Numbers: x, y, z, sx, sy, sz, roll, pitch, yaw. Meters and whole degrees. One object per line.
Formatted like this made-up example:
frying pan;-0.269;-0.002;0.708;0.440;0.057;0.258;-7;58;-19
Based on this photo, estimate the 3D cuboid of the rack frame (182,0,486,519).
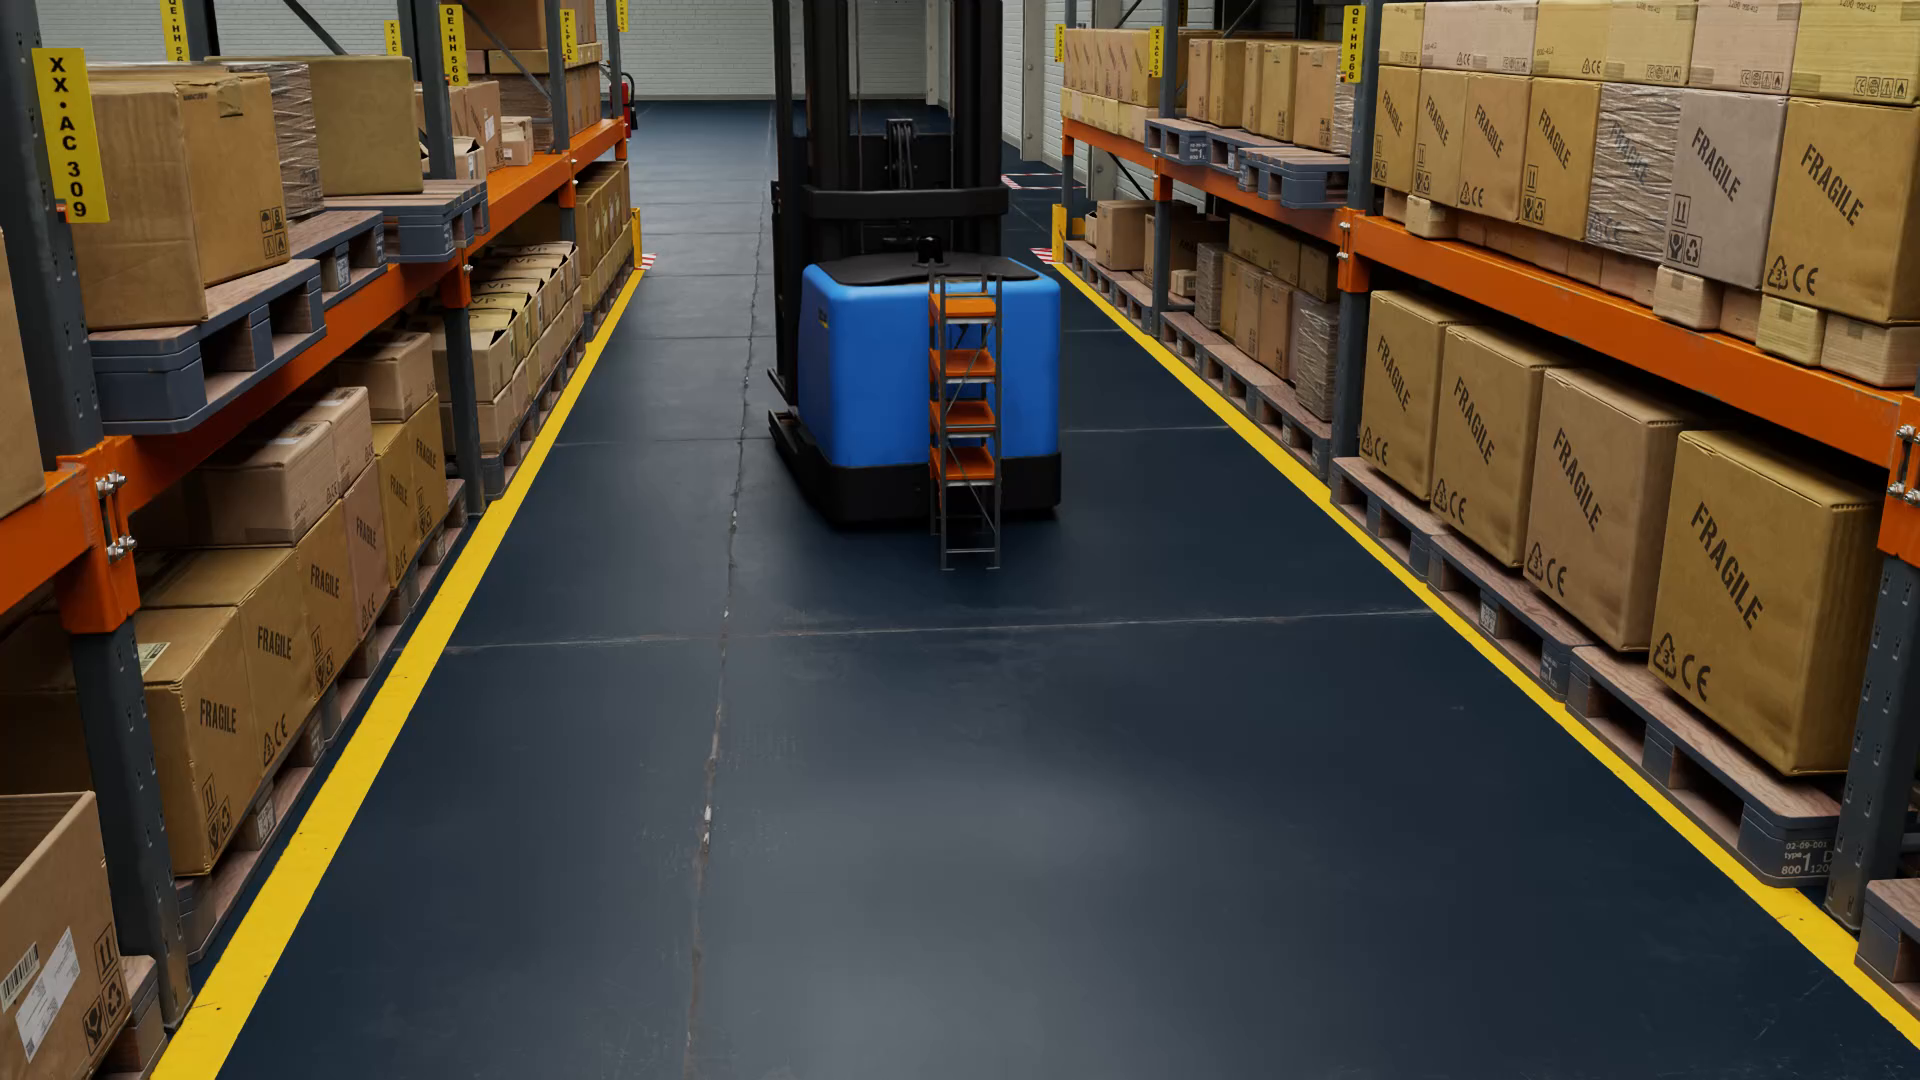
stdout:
rack frame;-2.657;-1.532;7.049;1.000;3.000;0.127;-2;18;-6

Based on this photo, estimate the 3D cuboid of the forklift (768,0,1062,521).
forklift;-0.395;-1.882;8.279;1.130;2.935;3.031;-4;18;-13

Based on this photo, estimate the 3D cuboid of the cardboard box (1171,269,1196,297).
cardboard box;1.772;-1.894;12.199;0.380;0.166;0.250;-4;18;-13

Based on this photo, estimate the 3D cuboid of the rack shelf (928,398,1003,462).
rack shelf;0.017;-0.459;6.860;0.258;0.148;0.480;-2;18;-6

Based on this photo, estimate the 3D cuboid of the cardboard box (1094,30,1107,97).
cardboard box;1.348;-3.759;13.107;0.500;0.500;0.500;-1;17;-4

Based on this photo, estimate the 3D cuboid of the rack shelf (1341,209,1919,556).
rack shelf;2.476;-0.747;5.749;1.077;0.370;4.000;-2;18;-6

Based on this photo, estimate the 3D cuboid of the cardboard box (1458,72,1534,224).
cardboard box;2.160;-1.428;6.022;0.500;0.500;0.500;-2;18;-6

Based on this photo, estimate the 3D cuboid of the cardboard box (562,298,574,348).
cardboard box;-2.688;-1.347;10.348;0.500;0.250;0.500;-2;18;-6

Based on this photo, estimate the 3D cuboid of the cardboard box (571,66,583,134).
cardboard box;-3.285;-3.362;12.713;0.700;0.500;0.500;-1;17;-4

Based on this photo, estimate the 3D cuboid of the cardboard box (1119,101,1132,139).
cardboard box;1.464;-3.096;12.248;0.500;0.250;0.500;-2;18;-5

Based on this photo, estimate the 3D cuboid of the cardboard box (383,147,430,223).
cardboard box;-2.651;-1.599;7.412;0.500;0.311;0.500;-1;17;-2

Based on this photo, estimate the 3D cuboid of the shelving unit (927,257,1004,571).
shelving unit;0.017;-0.523;6.840;0.258;1.200;0.503;-2;18;-6

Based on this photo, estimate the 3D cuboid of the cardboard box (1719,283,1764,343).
cardboard box;2.334;-0.629;4.559;0.380;0.149;0.250;-1;17;-4

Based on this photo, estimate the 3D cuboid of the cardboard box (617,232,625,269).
cardboard box;-3.016;-2.356;13.562;0.500;0.250;0.500;-2;18;-6

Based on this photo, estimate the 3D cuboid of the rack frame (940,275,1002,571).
rack frame;0.042;-0.450;6.609;0.240;1.200;0.015;-2;18;-6

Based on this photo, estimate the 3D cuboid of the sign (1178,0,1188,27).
sign;1.999;-4.784;14.947;0.100;0.325;0.005;-2;18;-6

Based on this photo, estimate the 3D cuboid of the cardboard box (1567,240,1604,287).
cardboard box;2.262;-0.935;5.534;0.380;0.149;0.250;-1;17;-4

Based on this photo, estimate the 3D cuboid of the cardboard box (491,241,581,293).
cardboard box;-2.743;-1.768;10.754;0.500;0.311;0.500;-2;18;-6

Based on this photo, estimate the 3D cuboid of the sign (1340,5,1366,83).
sign;1.731;-2.181;7.316;0.100;0.325;0.005;-2;18;-6

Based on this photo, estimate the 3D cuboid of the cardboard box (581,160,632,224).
cardboard box;-3.131;-3.011;14.398;0.500;0.500;0.500;-2;18;-6

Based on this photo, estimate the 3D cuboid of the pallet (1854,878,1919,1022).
pallet;2.683;1.065;3.432;1.003;0.211;1.213;-2;18;-6

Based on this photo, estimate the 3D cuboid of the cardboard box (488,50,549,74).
cardboard box;-2.905;-3.167;11.007;0.380;0.149;0.250;-2;18;-6

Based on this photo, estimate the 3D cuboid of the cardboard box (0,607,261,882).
cardboard box;-2.052;0.491;4.044;0.500;0.500;0.500;-3;18;-8

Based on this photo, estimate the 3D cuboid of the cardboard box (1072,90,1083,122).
cardboard box;1.247;-3.698;14.165;0.500;0.250;0.500;-2;18;-7

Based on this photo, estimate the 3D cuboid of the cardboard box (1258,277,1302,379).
cardboard box;2.127;-1.220;9.495;0.700;0.500;0.500;-2;18;-6

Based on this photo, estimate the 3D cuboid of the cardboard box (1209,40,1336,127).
cardboard box;1.926;-2.816;10.237;0.700;0.500;0.500;0;17;0

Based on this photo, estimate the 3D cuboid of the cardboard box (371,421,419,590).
cardboard box;-2.274;-0.124;6.002;0.500;0.500;0.500;-2;18;-8

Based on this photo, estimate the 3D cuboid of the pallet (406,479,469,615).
pallet;-2.618;0.022;6.754;1.003;0.211;1.213;-2;18;-6

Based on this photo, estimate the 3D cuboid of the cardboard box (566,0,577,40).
cardboard box;-3.277;-3.971;12.485;0.700;0.500;0.500;-2;18;-6

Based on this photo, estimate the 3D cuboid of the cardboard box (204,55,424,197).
cardboard box;-2.480;-1.596;6.384;0.700;0.500;0.500;-8;19;-24

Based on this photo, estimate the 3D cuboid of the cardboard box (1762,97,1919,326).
cardboard box;2.384;-0.823;4.094;0.500;0.500;0.500;-2;18;-7

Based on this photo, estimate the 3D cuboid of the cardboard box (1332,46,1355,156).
cardboard box;2.211;-2.083;7.904;0.700;0.500;0.500;-4;18;-12

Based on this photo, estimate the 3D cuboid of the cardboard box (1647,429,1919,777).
cardboard box;2.486;0.141;4.607;0.750;0.750;0.750;-2;17;-5

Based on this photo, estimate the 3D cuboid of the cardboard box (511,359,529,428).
cardboard box;-2.472;-0.735;8.401;0.500;0.250;0.500;-2;18;-7

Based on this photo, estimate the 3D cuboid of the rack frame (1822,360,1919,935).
rack frame;2.682;-0.494;3.744;1.000;3.000;0.127;-2;18;-6

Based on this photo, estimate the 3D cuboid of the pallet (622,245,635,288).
pallet;-3.362;-2.358;14.337;1.003;0.211;1.213;-2;18;-6

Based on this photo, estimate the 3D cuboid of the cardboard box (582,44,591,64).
cardboard box;-3.147;-3.857;13.206;0.380;0.149;0.250;-1;17;-4

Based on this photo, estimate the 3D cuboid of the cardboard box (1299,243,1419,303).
cardboard box;2.147;-1.446;8.961;0.500;0.250;0.500;-1;17;-5

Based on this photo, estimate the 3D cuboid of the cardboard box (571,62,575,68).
cardboard box;-3.042;-3.551;12.229;0.380;0.149;0.250;-2;18;-7

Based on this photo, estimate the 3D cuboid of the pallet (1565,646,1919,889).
pallet;2.528;0.609;4.886;1.003;0.211;1.213;-2;18;-6

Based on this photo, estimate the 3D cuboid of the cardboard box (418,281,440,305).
cardboard box;-3.115;-1.291;9.234;0.500;0.311;0.500;-1;17;-4

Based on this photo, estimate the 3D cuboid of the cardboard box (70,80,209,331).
cardboard box;-2.071;-0.736;3.646;0.700;0.500;0.500;-8;19;-24

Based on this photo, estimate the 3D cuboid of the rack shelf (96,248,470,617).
rack shelf;-2.451;-0.593;5.258;1.077;0.370;4.000;-2;18;-6

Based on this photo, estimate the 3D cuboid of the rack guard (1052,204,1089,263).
rack guard;1.452;-2.854;15.434;1.175;0.500;0.348;-2;18;-6

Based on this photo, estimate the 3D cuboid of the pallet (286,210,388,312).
pallet;-2.452;-0.861;5.232;1.003;0.211;1.213;-2;18;-6

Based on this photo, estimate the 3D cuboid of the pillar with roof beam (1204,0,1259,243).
pillar with roof beam;-1.905;-6.617;13.230;9.100;9.000;0.400;-2;18;-6

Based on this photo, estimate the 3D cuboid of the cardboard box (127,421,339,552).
cardboard box;-2.155;-0.165;4.881;0.500;0.250;0.500;-2;18;-6

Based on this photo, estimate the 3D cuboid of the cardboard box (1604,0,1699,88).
cardboard box;2.284;-1.487;4.957;0.500;0.250;0.500;-1;17;-5

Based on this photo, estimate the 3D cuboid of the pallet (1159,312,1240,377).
pallet;1.939;-1.315;11.015;1.003;0.211;1.213;-2;18;-6

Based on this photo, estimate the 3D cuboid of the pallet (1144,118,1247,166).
pallet;1.791;-2.554;10.625;1.003;0.211;1.213;-2;18;-6

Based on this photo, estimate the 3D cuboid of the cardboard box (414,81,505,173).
cardboard box;-2.953;-2.385;9.599;0.500;0.500;0.500;-1;17;-2

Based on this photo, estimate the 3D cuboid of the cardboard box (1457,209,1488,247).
cardboard box;2.182;-1.242;6.512;0.380;0.149;0.250;-2;18;-6

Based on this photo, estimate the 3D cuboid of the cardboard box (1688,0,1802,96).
cardboard box;2.336;-1.335;4.473;0.500;0.250;0.500;-1;17;-4

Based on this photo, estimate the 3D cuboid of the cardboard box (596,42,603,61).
cardboard box;-3.253;-4.165;14.185;0.380;0.149;0.250;-2;18;-7

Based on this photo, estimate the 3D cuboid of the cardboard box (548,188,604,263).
cardboard box;-2.866;-2.266;12.026;0.500;0.500;0.500;-2;18;-6

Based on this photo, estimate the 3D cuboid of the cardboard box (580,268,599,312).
cardboard box;-2.816;-1.760;11.664;0.500;0.250;0.500;-2;18;-6

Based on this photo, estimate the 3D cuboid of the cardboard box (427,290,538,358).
cardboard box;-2.532;-1.161;8.822;0.500;0.311;0.500;-2;18;-7
